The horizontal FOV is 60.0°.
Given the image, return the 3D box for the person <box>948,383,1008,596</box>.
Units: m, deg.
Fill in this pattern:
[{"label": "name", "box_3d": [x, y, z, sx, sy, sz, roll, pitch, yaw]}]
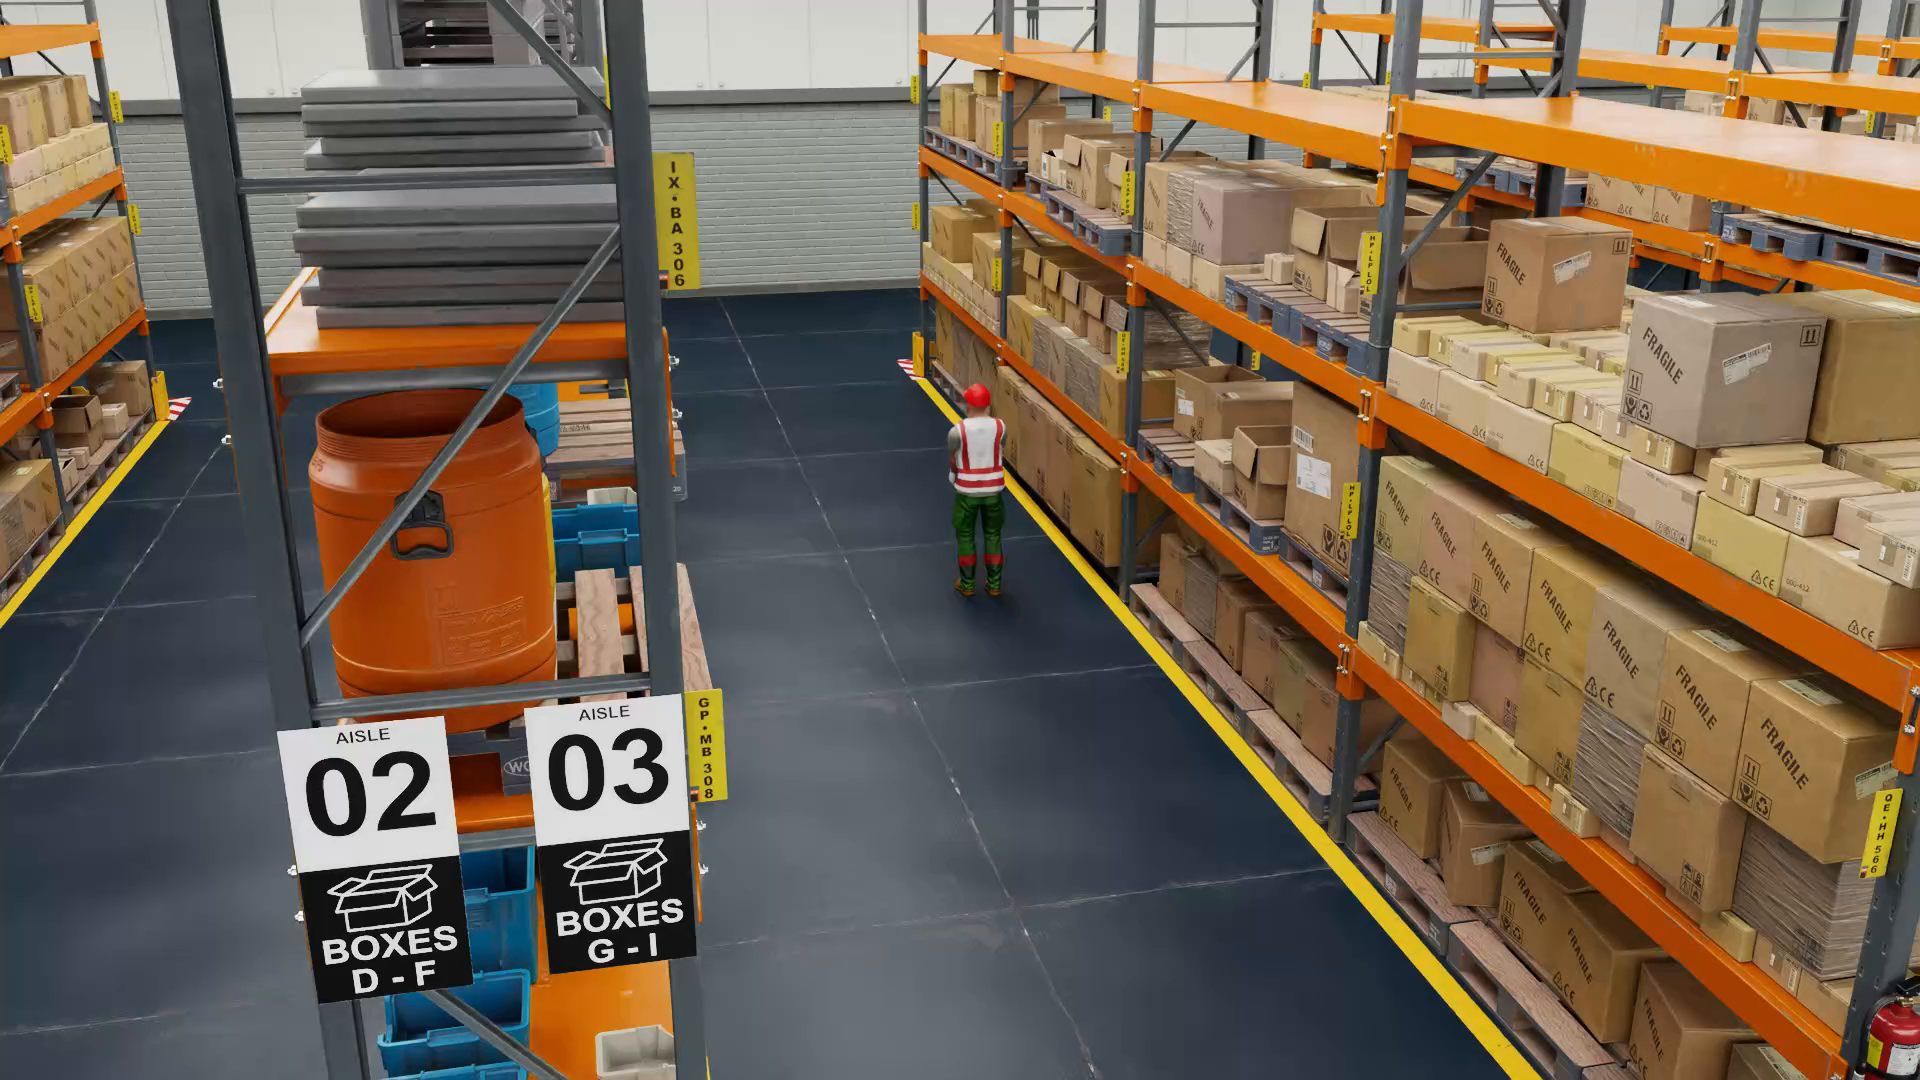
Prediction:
[{"label": "person", "box_3d": [0.121, -0.432, 13.581, 0.495, 1.787, 0.553, -5, 20, -13]}]
